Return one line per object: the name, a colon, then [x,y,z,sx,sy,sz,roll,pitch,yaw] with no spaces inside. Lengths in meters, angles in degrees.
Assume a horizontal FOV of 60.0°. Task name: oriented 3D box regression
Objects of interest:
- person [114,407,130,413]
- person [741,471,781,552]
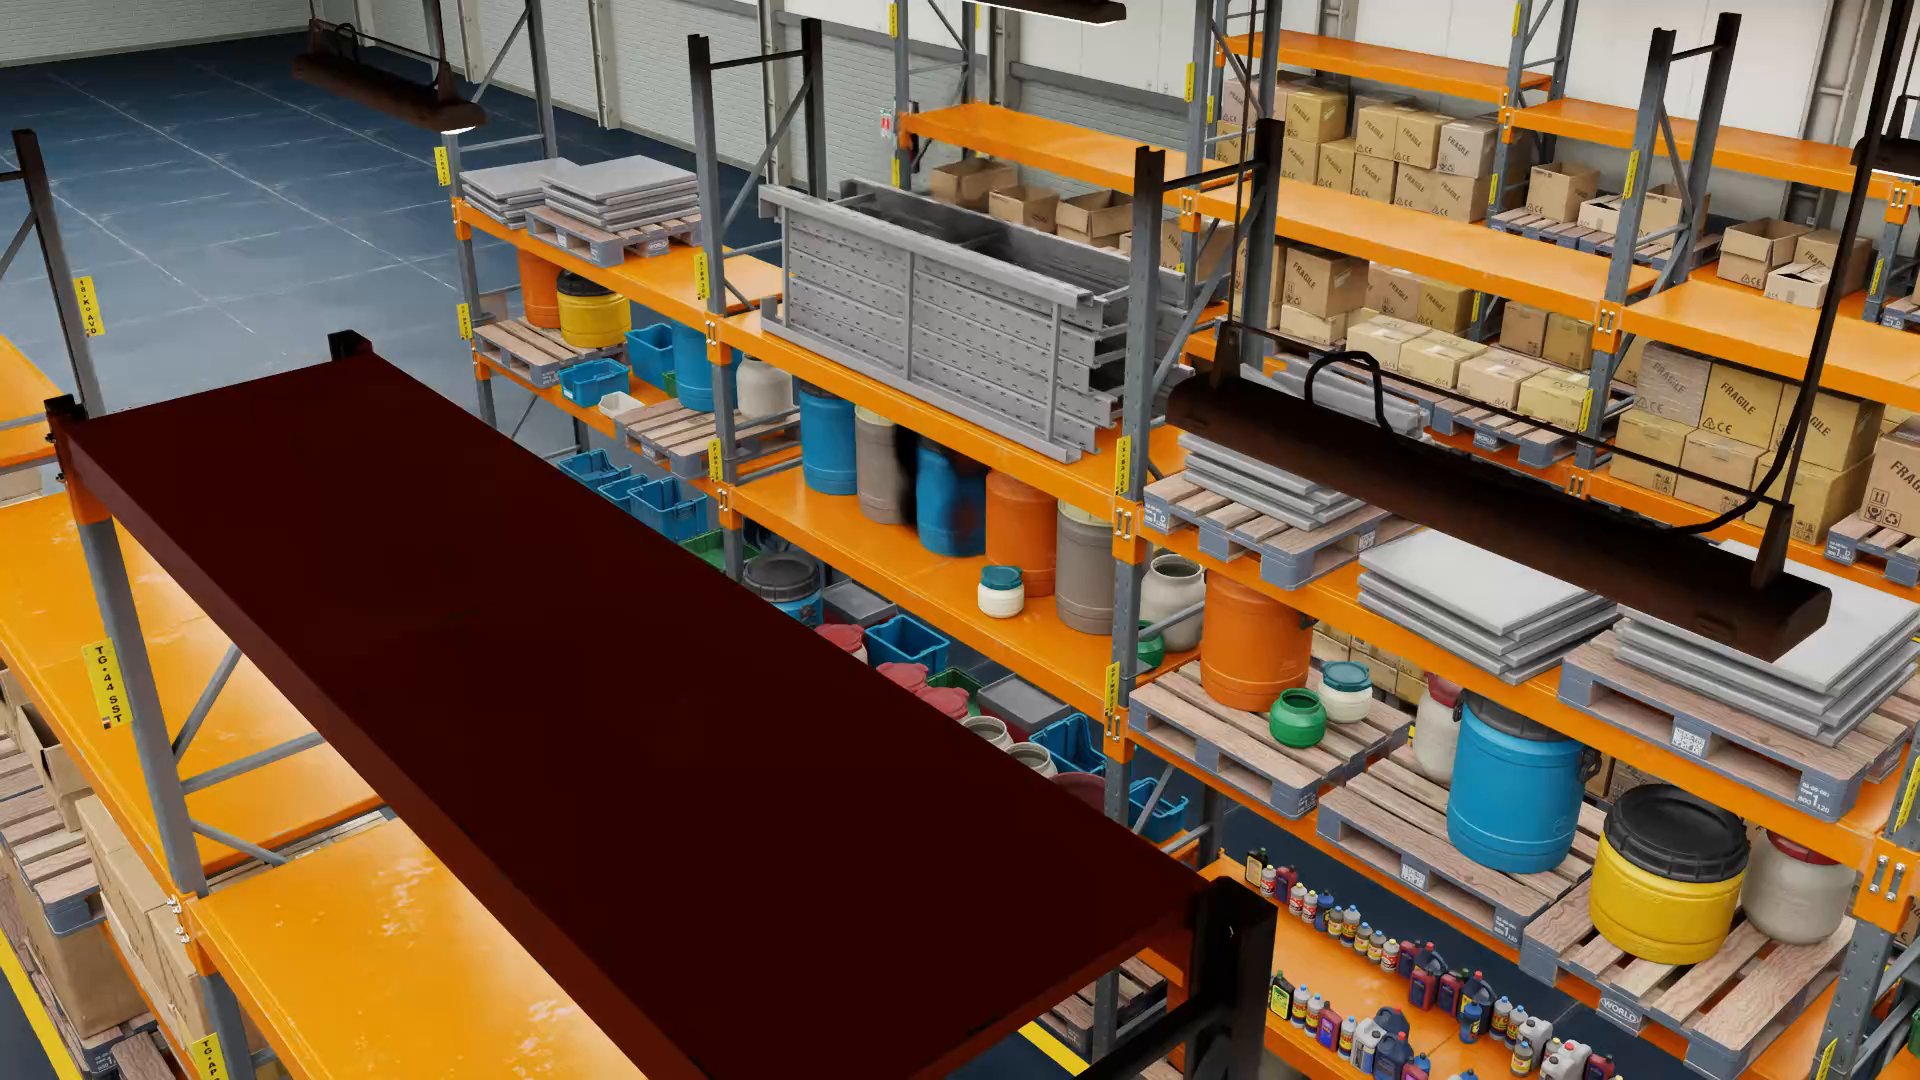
person: [-8.213,-0.502,16.668,0.767,1.782,0.625,-6,28,-12]
person: [-1.947,-0.260,16.367,0.638,1.566,0.544,23,35,38]
